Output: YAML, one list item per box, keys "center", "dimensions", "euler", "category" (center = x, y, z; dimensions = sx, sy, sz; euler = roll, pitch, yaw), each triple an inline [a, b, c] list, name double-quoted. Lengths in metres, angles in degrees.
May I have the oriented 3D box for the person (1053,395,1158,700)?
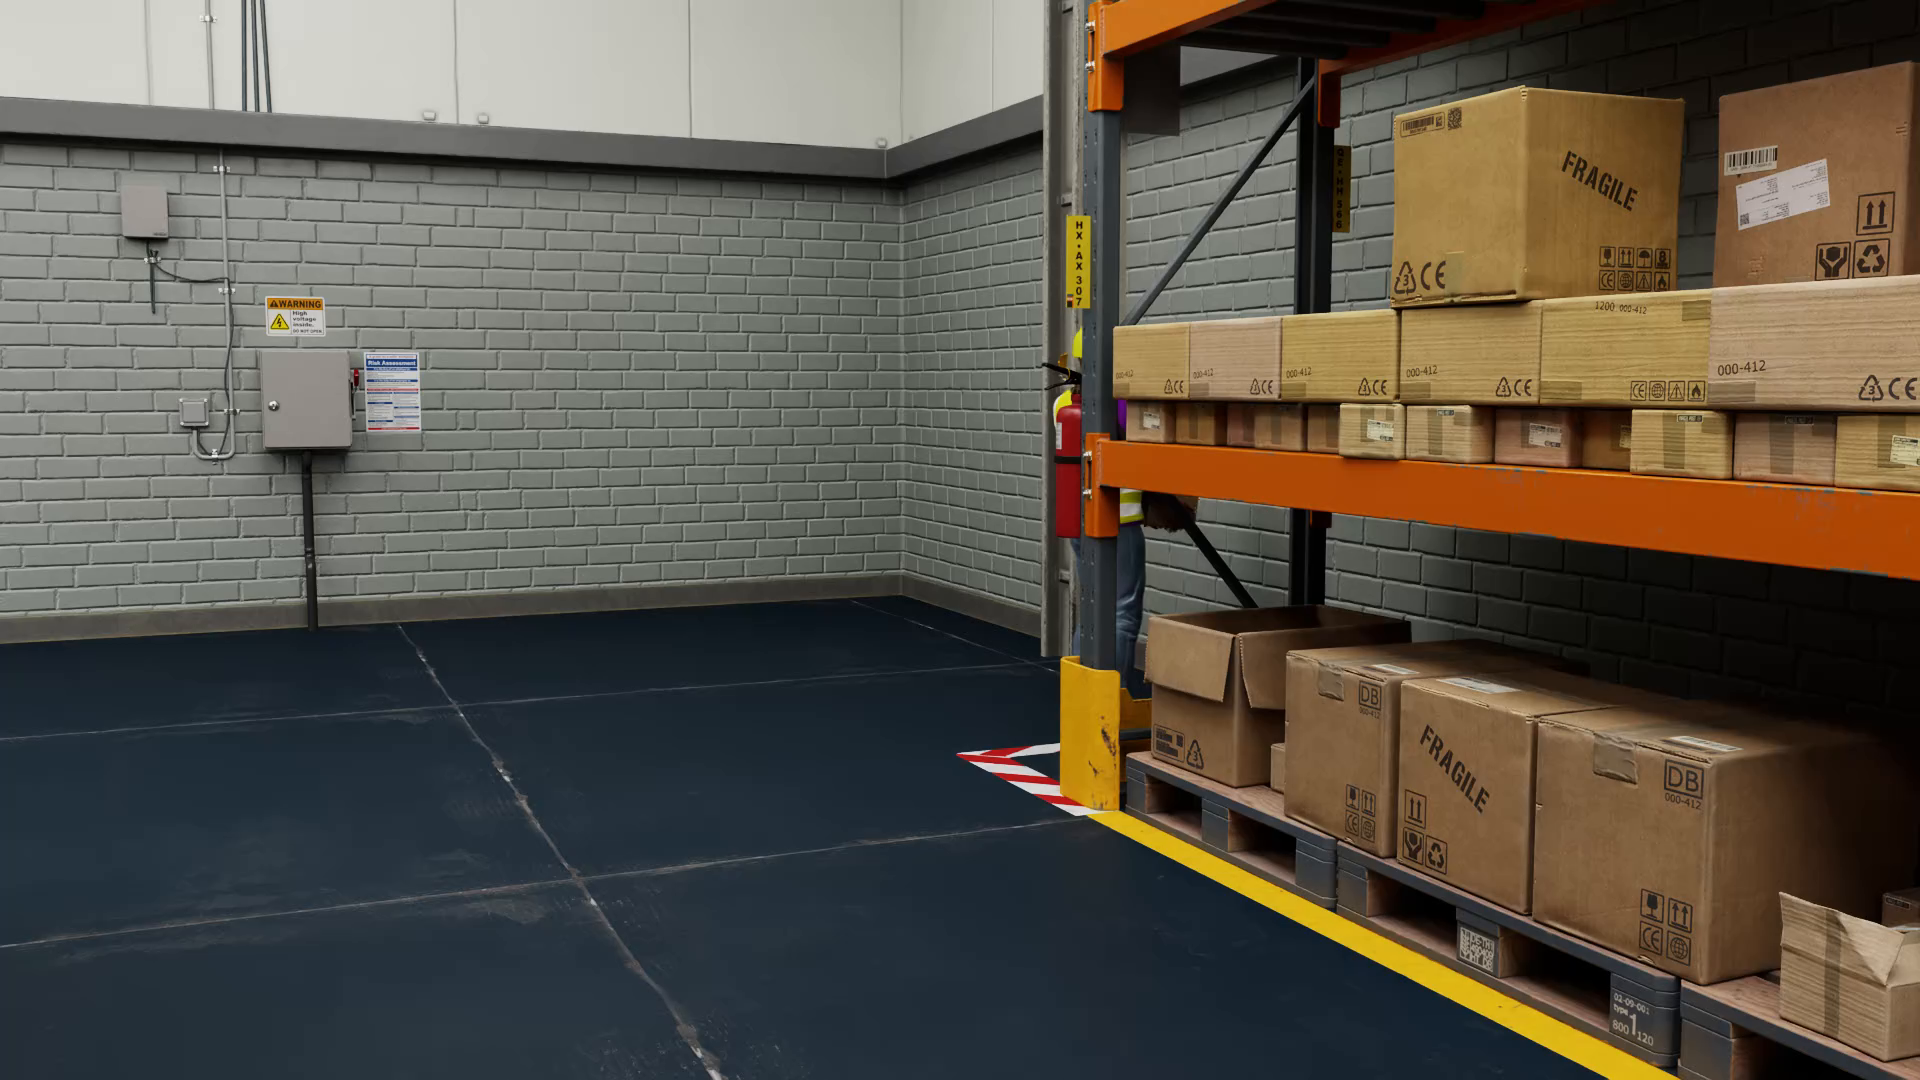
- center: [0.665, -0.063, 7.349]
  dimensions: [0.463, 1.759, 0.624]
  euler: [-3, 6, -26]
  category: "person"
